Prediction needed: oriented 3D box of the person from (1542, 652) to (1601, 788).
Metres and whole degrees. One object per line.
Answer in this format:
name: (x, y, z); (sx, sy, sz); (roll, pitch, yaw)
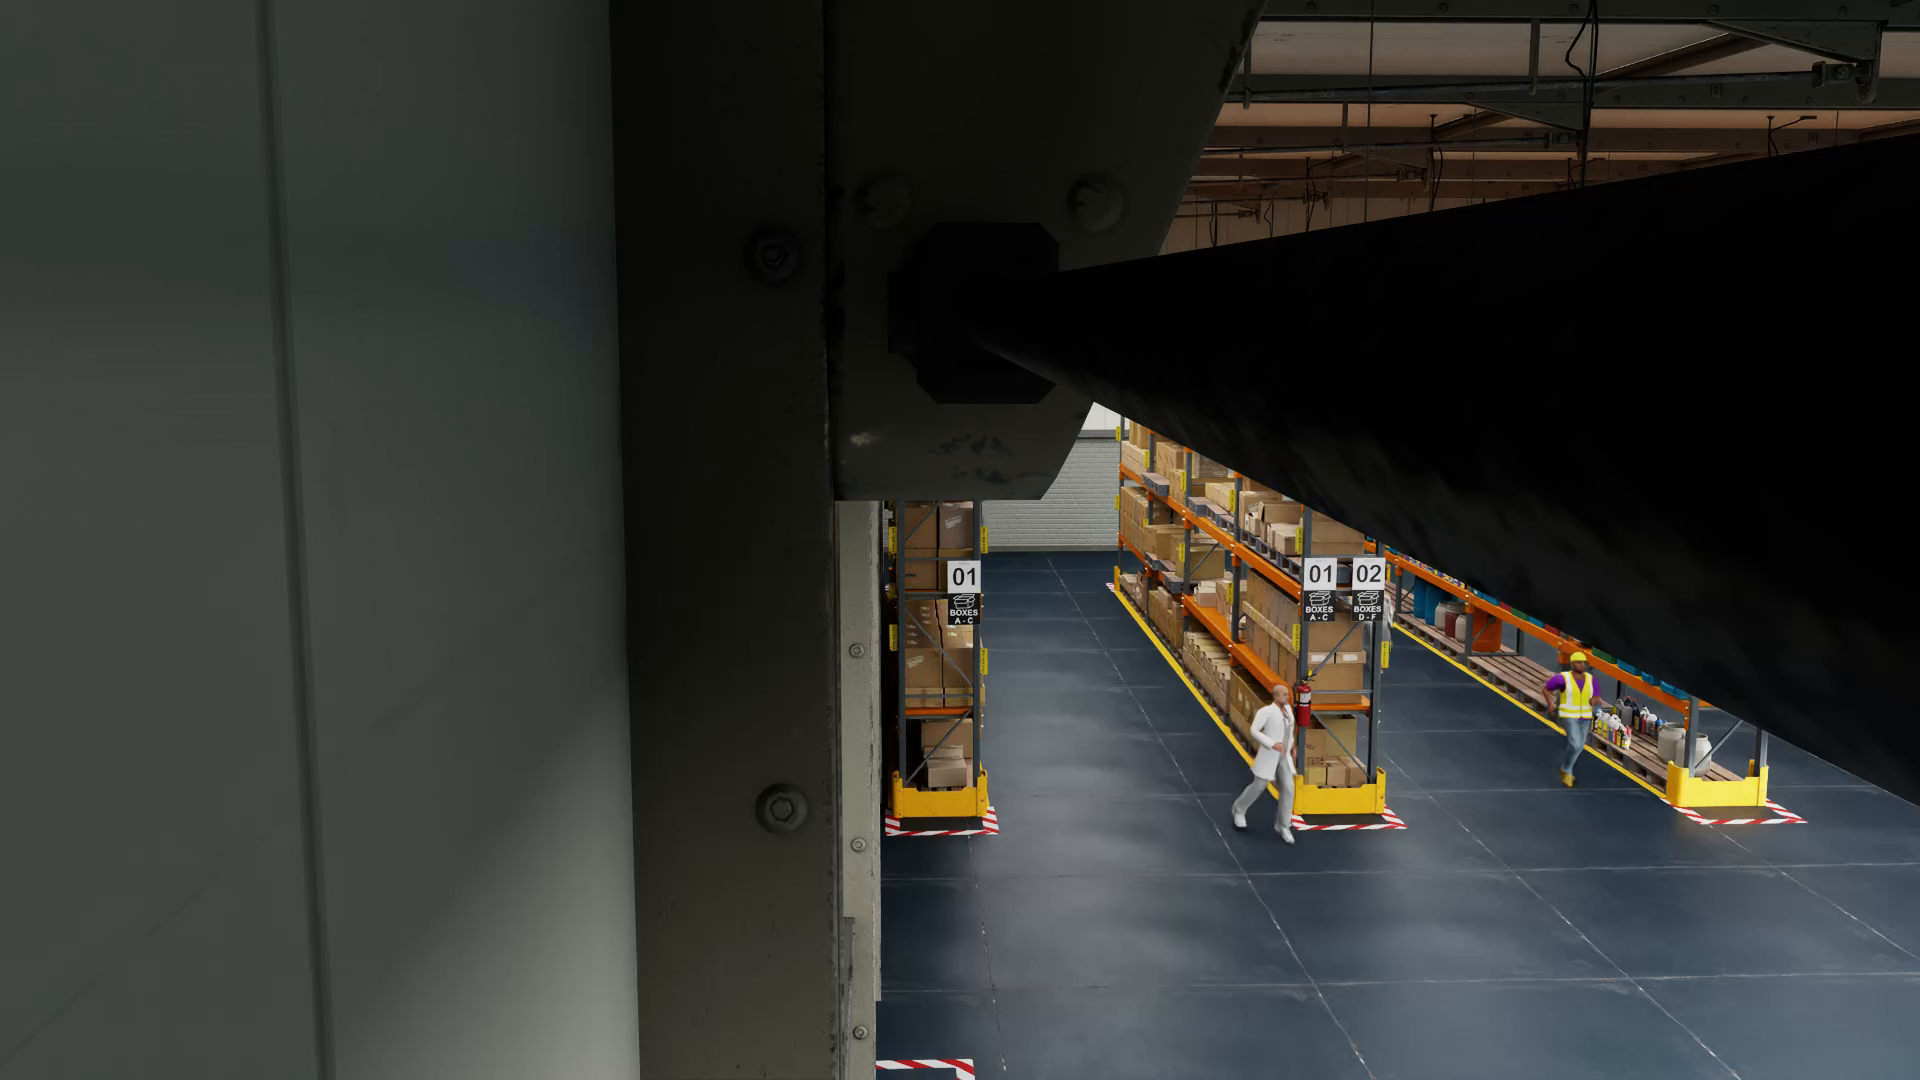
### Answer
person: (8.062, 2.346, 21.781); (0.666, 1.763, 0.651); (-1, 8, -8)

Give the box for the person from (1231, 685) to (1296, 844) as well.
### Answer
person: (3.775, 2.617, 19.846); (0.762, 1.790, 0.968); (-5, 10, -31)

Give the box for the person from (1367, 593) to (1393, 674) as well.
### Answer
person: (7.117, 1.457, 28.237); (0.592, 1.651, 0.519); (-1, 8, -10)
